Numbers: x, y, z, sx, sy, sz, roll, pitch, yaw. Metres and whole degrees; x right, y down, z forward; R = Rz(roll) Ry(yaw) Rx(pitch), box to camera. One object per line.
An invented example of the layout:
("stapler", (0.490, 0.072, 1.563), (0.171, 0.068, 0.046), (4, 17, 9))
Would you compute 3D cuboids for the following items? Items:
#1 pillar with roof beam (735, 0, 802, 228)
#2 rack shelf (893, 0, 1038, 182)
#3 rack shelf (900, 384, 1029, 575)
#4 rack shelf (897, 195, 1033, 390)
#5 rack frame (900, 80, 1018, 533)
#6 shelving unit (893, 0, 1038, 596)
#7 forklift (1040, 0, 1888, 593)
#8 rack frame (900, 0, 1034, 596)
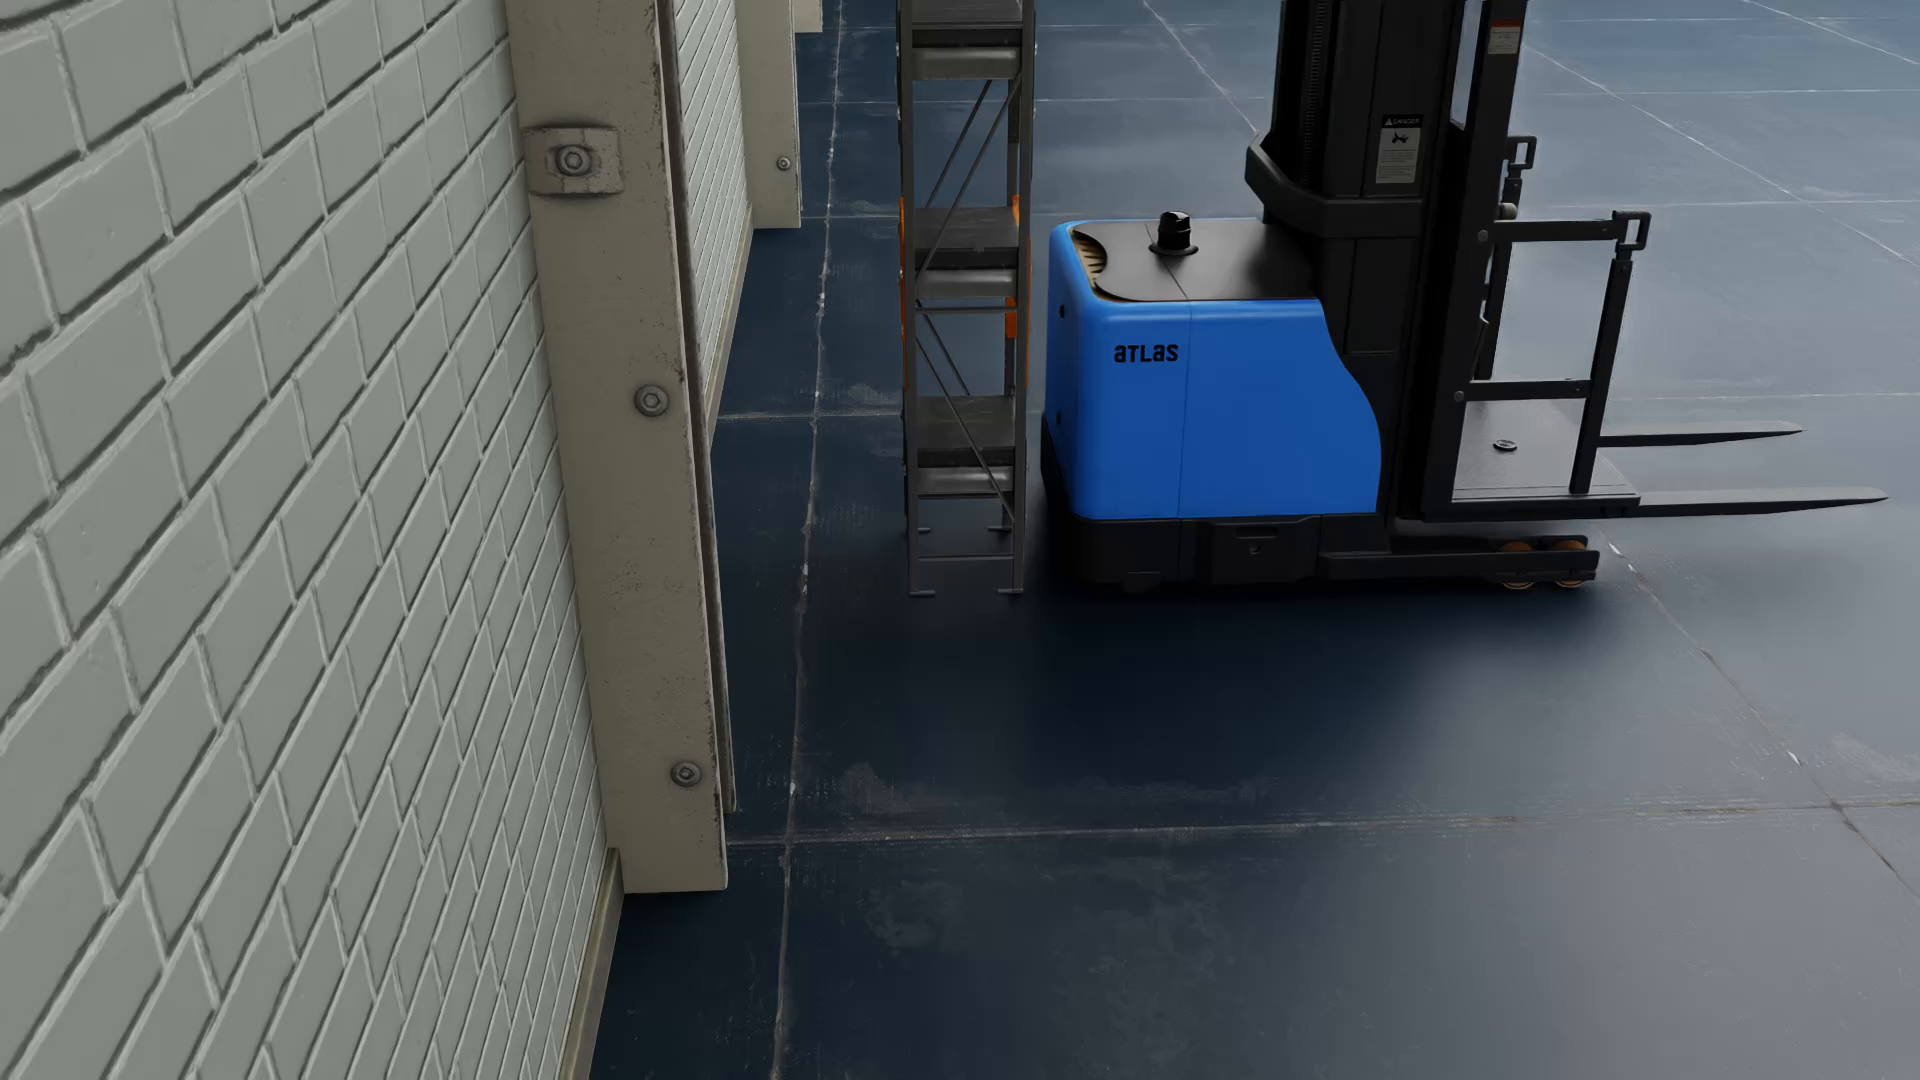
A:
("pillar with roof beam", (3.196, -6.016, 8.054), (9.100, 9.000, 0.400), (-1, 28, -3))
("rack shelf", (0.009, -1.463, 5.300), (0.431, 0.518, 0.480), (-1, 28, -3))
("rack shelf", (0.009, -0.222, 5.948), (0.431, 0.518, 0.480), (-1, 28, -3))
("rack shelf", (0.009, -0.842, 5.624), (0.431, 0.518, 0.480), (-1, 28, -3))
("rack frame", (-0.004, -0.967, 5.834), (0.400, 2.100, 0.015), (-1, 28, -3))
("shelving unit", (0.009, -0.855, 5.618), (0.431, 2.100, 0.503), (-1, 28, -3))
("forklift", (1.859, -1.367, 5.702), (3.031, 2.935, 1.130), (-2, 28, -3))
("rack frame", (0.021, -0.742, 5.402), (0.400, 2.100, 0.015), (-1, 28, -3))
